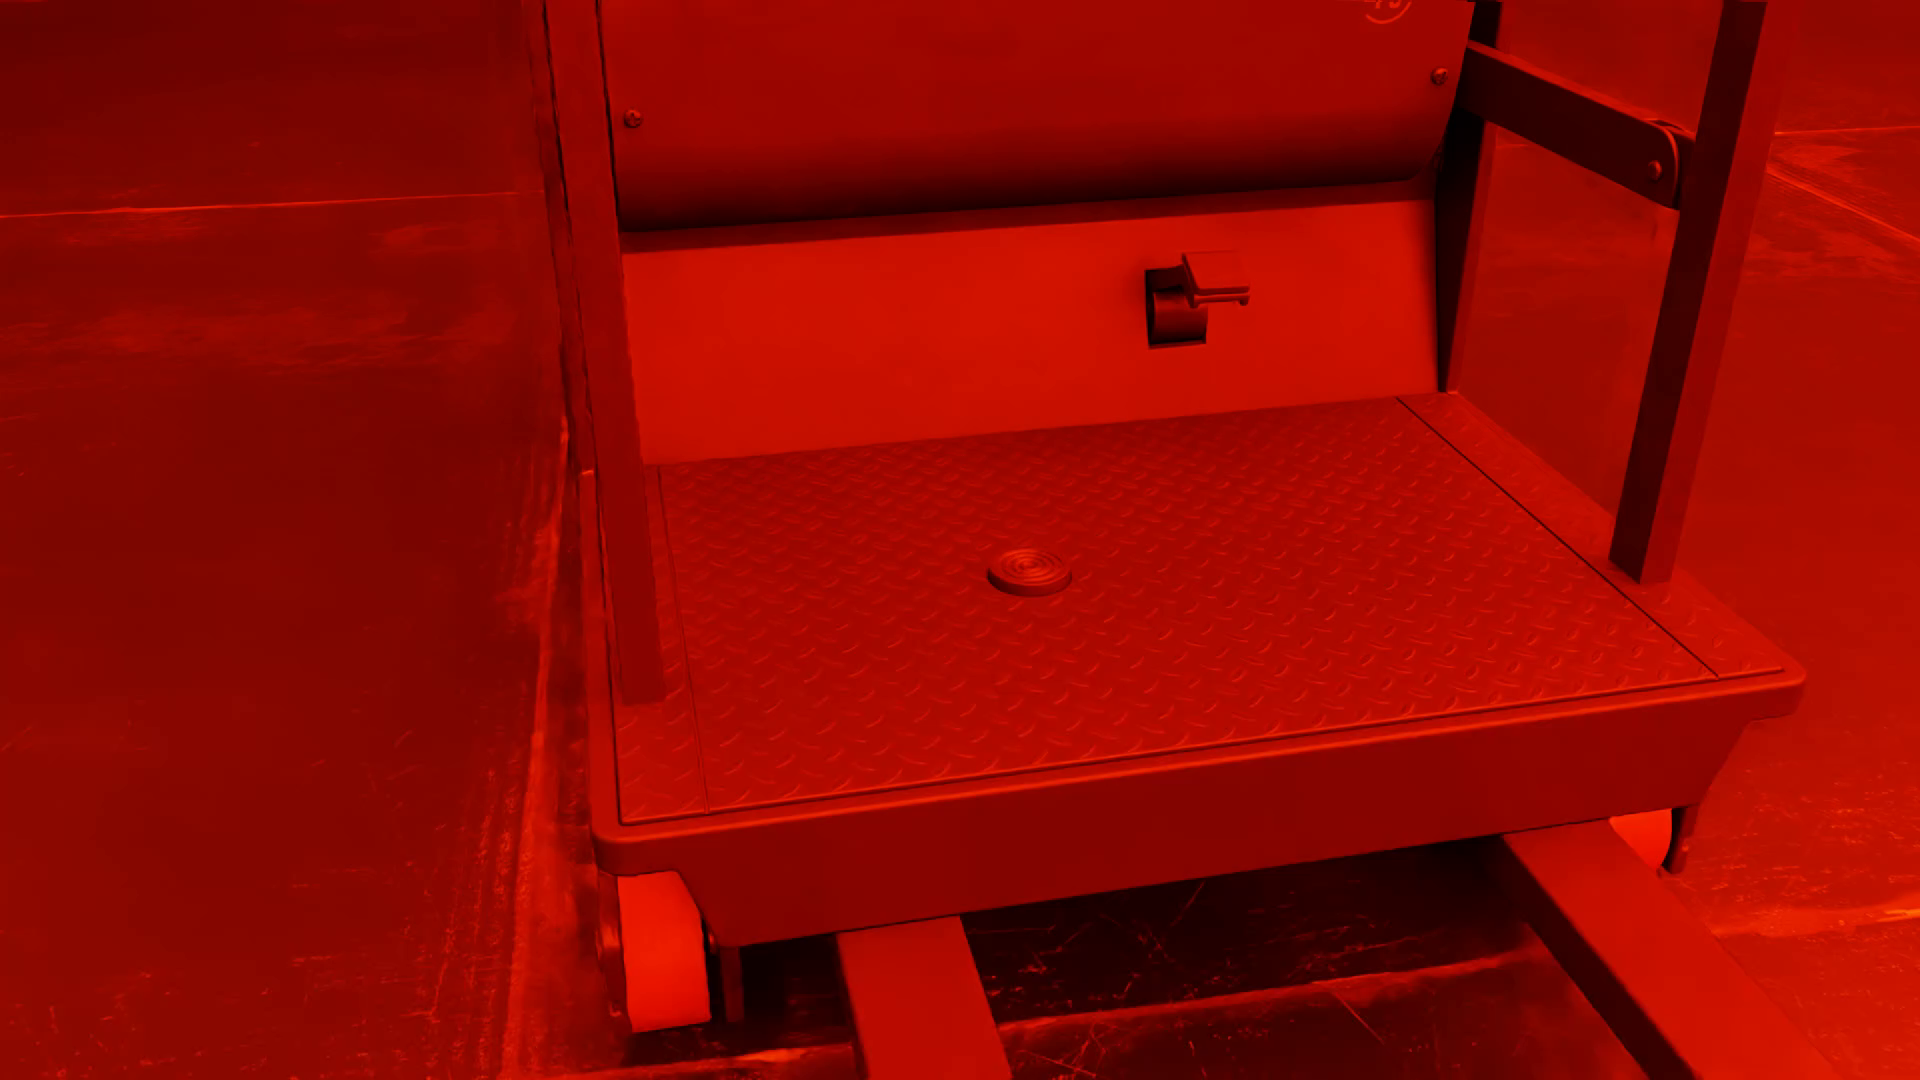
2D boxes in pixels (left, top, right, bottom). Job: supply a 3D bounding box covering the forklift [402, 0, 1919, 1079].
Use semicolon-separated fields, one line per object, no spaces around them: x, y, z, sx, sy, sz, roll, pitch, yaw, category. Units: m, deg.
0.343;-1.055;1.361;1.130;2.935;3.031;-17;32;-28;forklift
